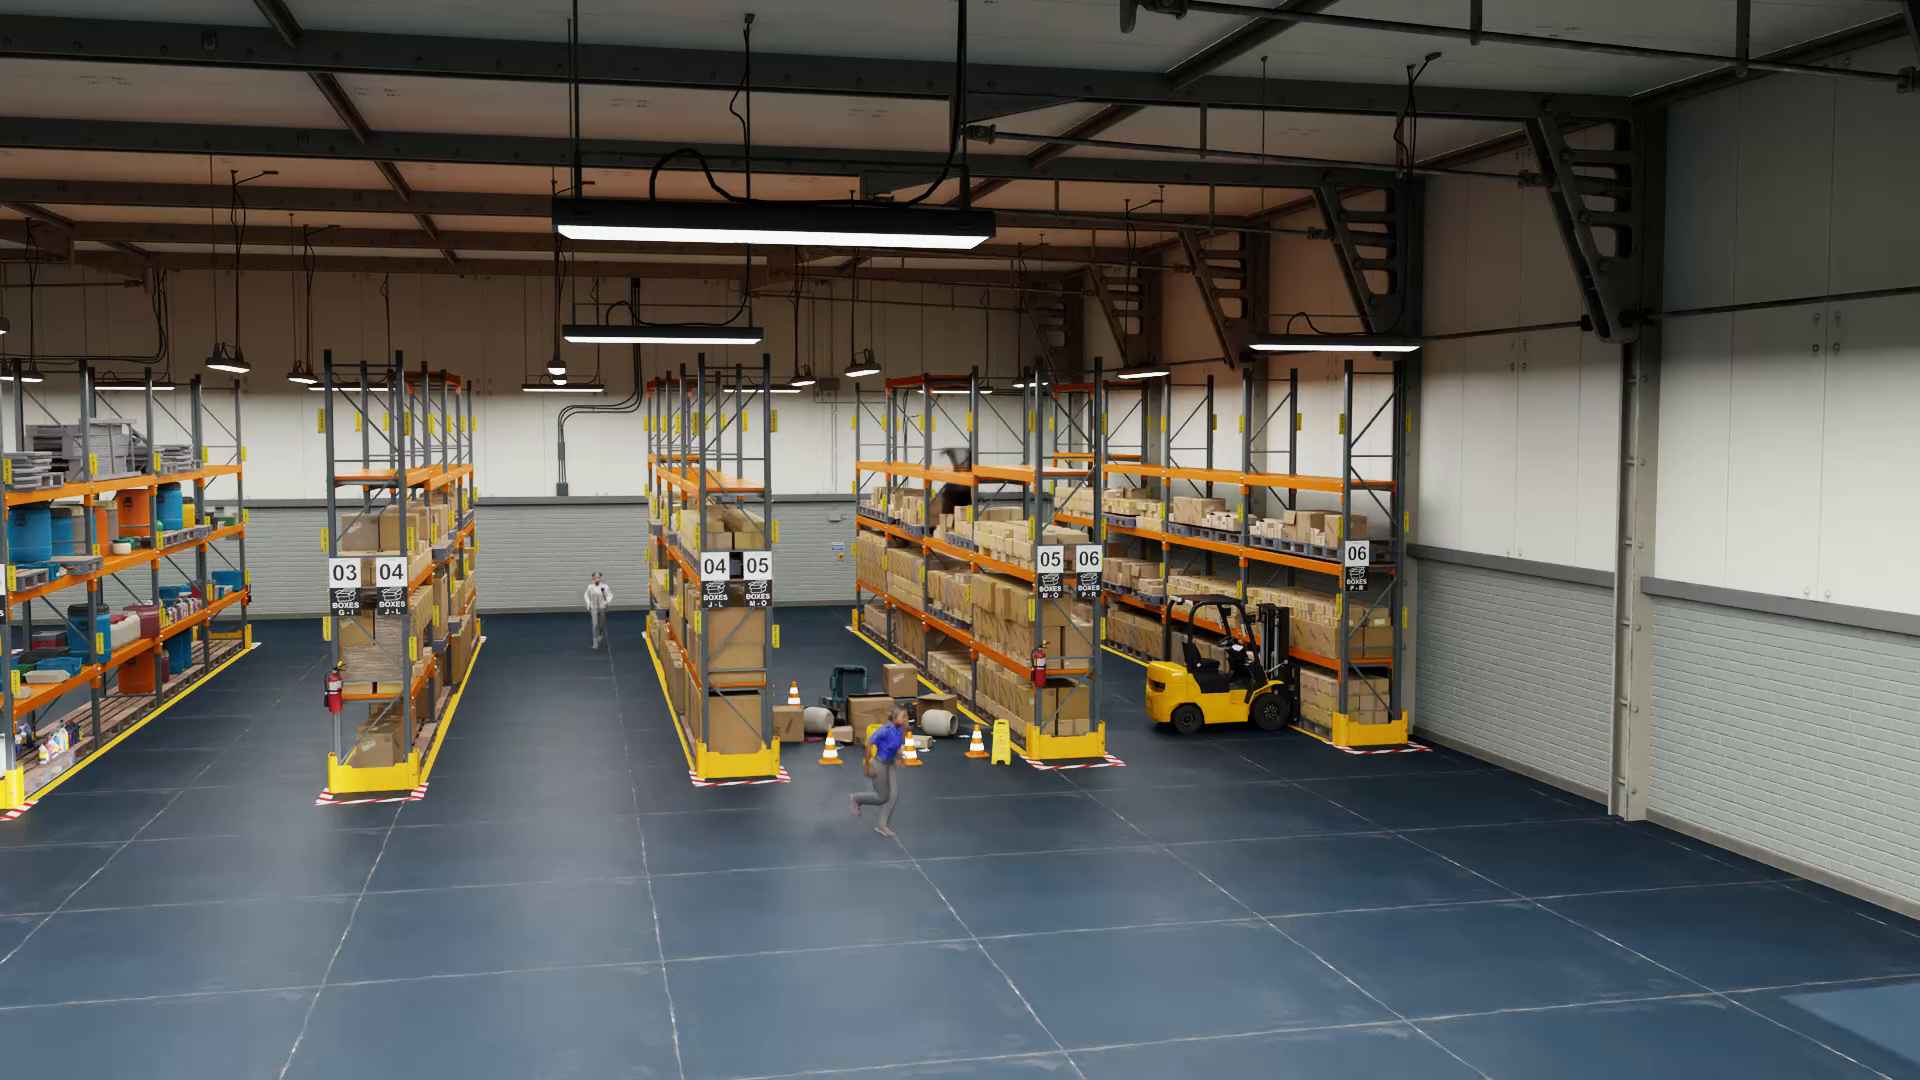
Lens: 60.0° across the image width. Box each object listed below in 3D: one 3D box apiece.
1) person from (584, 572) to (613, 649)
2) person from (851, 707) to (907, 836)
[{"bbox_3d":[-8.136,1.561,37.453,0.634,1.723,0.798,-1,4,-9],"label":"person"},{"bbox_3d":[-0.986,2.818,20.401,0.766,1.599,0.569,2,4,25],"label":"person"}]
